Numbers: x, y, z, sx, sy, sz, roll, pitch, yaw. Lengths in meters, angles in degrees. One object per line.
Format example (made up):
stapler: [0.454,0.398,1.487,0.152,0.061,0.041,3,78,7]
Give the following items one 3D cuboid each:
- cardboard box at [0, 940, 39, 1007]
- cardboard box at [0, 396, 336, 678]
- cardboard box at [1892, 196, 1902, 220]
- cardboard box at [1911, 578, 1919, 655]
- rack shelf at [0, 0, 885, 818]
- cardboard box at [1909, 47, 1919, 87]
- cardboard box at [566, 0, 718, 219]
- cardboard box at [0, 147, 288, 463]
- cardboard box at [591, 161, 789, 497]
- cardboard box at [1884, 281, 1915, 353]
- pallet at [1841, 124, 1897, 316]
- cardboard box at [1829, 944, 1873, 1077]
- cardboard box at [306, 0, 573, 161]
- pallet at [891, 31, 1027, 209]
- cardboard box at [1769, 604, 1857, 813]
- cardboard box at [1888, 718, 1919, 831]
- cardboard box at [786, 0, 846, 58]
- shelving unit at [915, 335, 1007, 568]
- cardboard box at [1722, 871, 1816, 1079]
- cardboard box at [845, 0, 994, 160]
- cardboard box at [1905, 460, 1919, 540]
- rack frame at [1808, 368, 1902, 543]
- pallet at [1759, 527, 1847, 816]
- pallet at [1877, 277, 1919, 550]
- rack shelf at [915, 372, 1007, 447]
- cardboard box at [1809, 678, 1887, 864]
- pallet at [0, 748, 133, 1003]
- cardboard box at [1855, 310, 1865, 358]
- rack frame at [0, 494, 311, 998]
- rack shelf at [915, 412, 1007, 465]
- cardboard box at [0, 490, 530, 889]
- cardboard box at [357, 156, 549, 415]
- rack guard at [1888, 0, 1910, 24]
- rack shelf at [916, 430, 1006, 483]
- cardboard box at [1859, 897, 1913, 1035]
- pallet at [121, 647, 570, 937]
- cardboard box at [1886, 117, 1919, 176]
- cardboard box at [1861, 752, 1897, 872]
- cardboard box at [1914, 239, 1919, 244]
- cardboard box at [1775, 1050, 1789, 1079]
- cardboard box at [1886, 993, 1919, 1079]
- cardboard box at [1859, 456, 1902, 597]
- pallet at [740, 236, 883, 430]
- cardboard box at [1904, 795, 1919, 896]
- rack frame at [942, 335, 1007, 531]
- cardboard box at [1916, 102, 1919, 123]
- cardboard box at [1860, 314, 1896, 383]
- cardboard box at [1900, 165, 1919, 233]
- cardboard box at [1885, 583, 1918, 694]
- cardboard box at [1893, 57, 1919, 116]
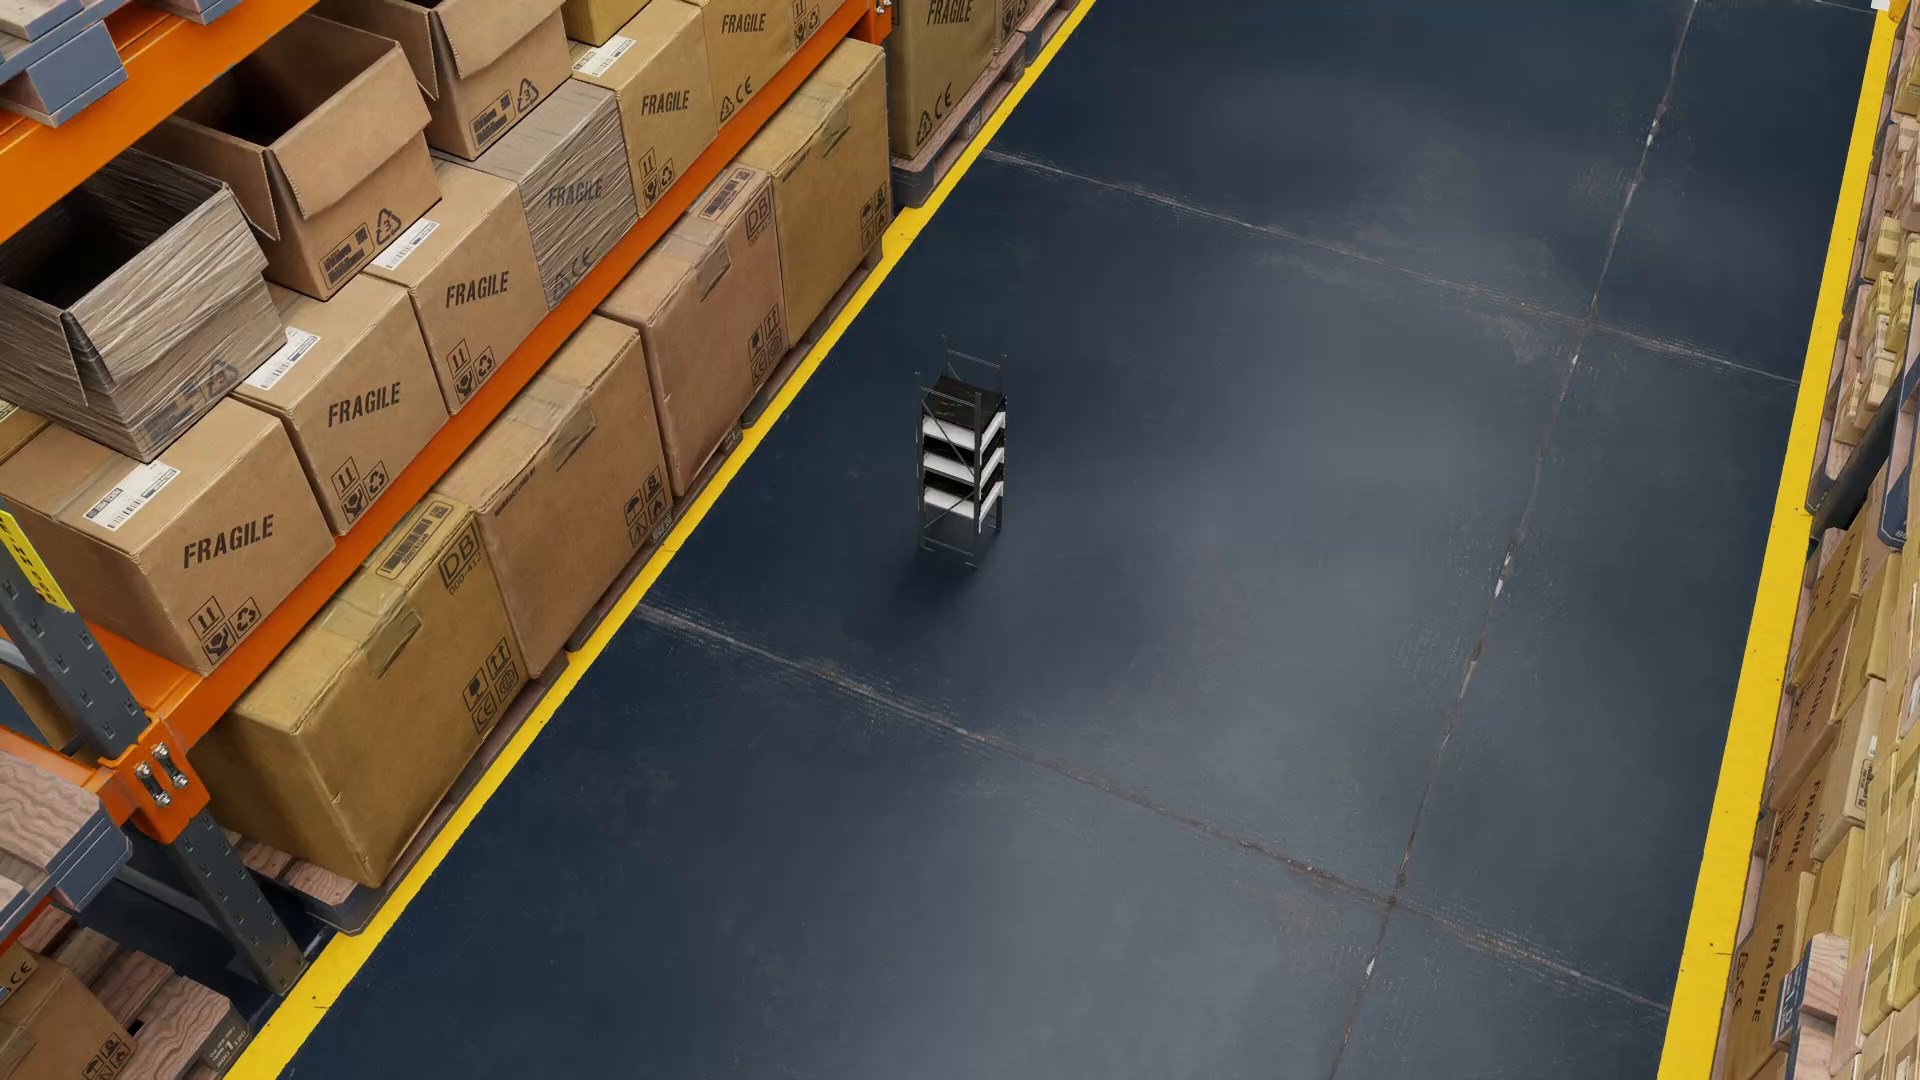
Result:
cardboard box: [-2.742,1.114,4.193,0.500,0.250,0.500,22,53,18]
cardboard box: [-2.029,-0.060,4.266,0.500,0.500,0.500,21,53,17]
cardboard box: [4.142,-1.316,6.997,0.380,0.149,0.250,21,53,17]
cardboard box: [2.417,0.195,3.808,0.380,0.149,0.250,19,52,15]
rack shelf: [-1.628,-0.926,5.541,1.077,0.370,4.000,20,52,16]
cardboard box: [4.520,-2.130,7.493,0.380,0.149,0.250,21,53,17]
cardboard box: [-1.161,-1.457,5.455,0.500,0.500,0.500,19,52,16]
cardboard box: [-2.155,-0.637,4.099,0.797,0.503,0.637,21,53,17]
cardboard box: [-1.410,-0.921,6.183,1.225,0.875,0.875,18,52,15]
cardboard box: [3.658,-0.776,6.147,0.380,0.149,0.250,20,53,17]
pallet: [4.443,-1.266,7.189,1.003,0.211,1.213,20,52,16]
cardboard box: [1.971,1.010,3.310,0.380,0.149,0.250,21,53,17]
cardboard box: [-1.594,-1.549,4.874,0.797,0.503,0.637,21,53,17]
pallet: [-0.378,-2.131,7.924,1.003,0.211,1.213,20,52,16]
cardboard box: [2.888,0.609,5.128,0.500,0.500,0.500,22,53,18]
cardboard box: [2.197,0.553,3.504,0.380,0.149,0.250,19,52,16]
cardboard box: [-0.726,-2.158,6.051,0.500,0.500,0.500,20,52,16]
shelving unit: [0.003,-0.297,5.912,0.258,0.900,0.210,20,52,16]
cardboard box: [2.440,1.312,4.530,0.500,0.500,0.500,18,52,14]
cardboard box: [-0.419,-2.412,7.452,0.875,0.875,0.875,20,52,16]
cardboard box: [2.644,-0.074,4.233,0.380,0.149,0.250,18,52,15]
rack frame: [3.668,-0.853,5.006,1.000,3.000,0.127,20,52,16]
pallet: [3.337,0.587,5.612,1.003,0.211,1.213,20,52,16]
pallet: [3.210,-0.312,4.672,1.003,0.211,1.213,20,52,16]
rack shelf: [0.003,-0.451,5.732,0.258,0.077,0.200,20,52,16]
cardboard box: [2.666,0.718,4.542,0.500,0.250,0.500,22,53,17]
pallet: [-2.691,0.806,3.721,1.213,0.211,1.003,20,52,16]
cardboard box: [3.768,-0.801,6.558,0.380,0.149,0.250,18,52,15]
rack frame: [-2.482,0.218,4.095,1.000,3.000,0.127,20,52,16]
rack shelf: [0.003,-0.392,5.800,0.258,0.077,0.200,20,52,16]
cardboard box: [-2.169,0.302,5.143,1.225,0.875,0.875,18,52,14]
cardboard box: [-1.595,-0.770,4.870,0.500,0.500,0.500,19,52,15]
rack guard: [5.344,-2.745,8.257,1.175,0.500,0.348,20,52,16]
rack shelf: [0.003,-0.334,5.869,0.258,0.077,0.200,20,52,16]
cardboard box: [1.981,0.896,3.212,0.380,0.149,0.250,21,53,17]
pallet: [-2.077,0.603,5.598,1.003,0.211,1.213,20,52,16]
cardboard box: [4.310,-1.692,7.317,0.380,0.149,0.250,17,52,14]
cardboard box: [2.195,0.654,3.613,0.380,0.149,0.250,18,52,15]
cardboard box: [3.914,-1.003,6.535,0.380,0.149,0.250,20,53,16]
cardboard box: [2.220,1.425,3.941,0.500,0.250,0.500,20,53,17]
cardboard box: [1.863,0.995,2.932,0.380,0.149,0.250,19,52,16]
cardboard box: [3.113,0.001,5.153,0.500,0.250,0.500,18,52,15]
pallet: [-1.035,-1.077,7.028,1.003,0.211,1.213,20,52,16]
cardboard box: [2.086,0.630,3.243,0.380,0.149,0.250,21,53,17]
rack frame: [0.047,-0.367,5.972,0.240,0.900,0.006,20,52,16]
cardboard box: [4.301,-1.849,7.060,0.380,0.149,0.250,21,53,17]
cardboard box: [3.619,-0.672,6.253,0.380,0.149,0.250,18,52,14]
cardboard box: [3.971,-1.320,6.609,0.380,0.149,0.250,17,52,14]
cardboard box: [2.420,0.287,3.925,0.380,0.149,0.250,18,52,14]
cardboard box: [4.517,-2.042,7.614,0.380,0.149,0.250,20,53,17]
